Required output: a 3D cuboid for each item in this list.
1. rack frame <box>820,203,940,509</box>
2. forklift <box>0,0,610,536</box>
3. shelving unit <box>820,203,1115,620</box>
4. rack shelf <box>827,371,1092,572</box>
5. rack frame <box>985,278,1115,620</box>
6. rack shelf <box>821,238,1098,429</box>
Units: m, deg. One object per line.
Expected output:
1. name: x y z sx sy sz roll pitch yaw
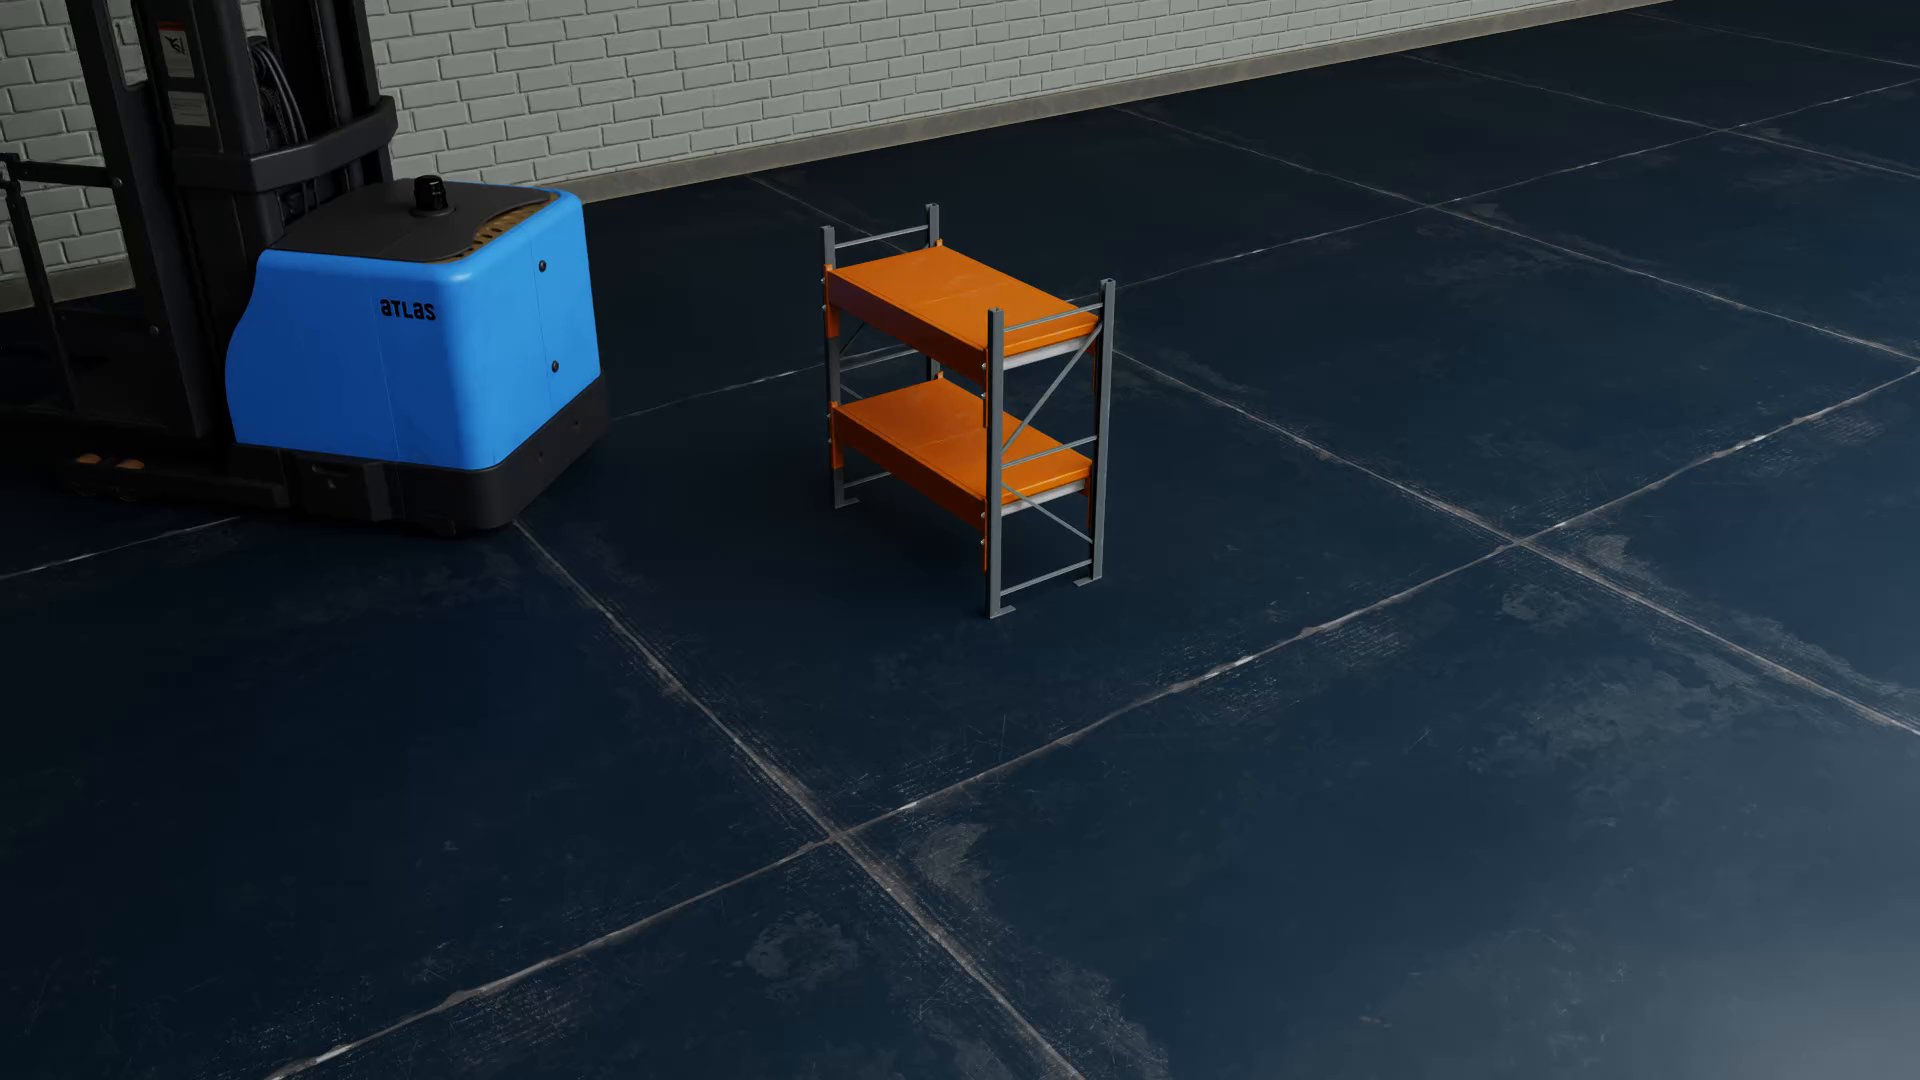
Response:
1. rack frame: -0.291 -0.689 6.341 0.500 1.125 0.032 -19 34 -31
2. forklift: -3.043 -1.672 6.257 3.031 2.935 1.130 7 29 13
3. shelving unit: 0.004 -0.492 5.977 0.538 1.125 1.048 -19 34 -31
4. rack shelf: 0.004 -0.277 6.093 0.538 0.278 1.000 -19 34 -31
5. rack frame: 0.299 -0.294 5.613 0.500 1.125 0.032 -19 34 -31
6. rack shelf: 0.004 -0.749 5.837 0.538 0.278 1.000 -19 34 -31
